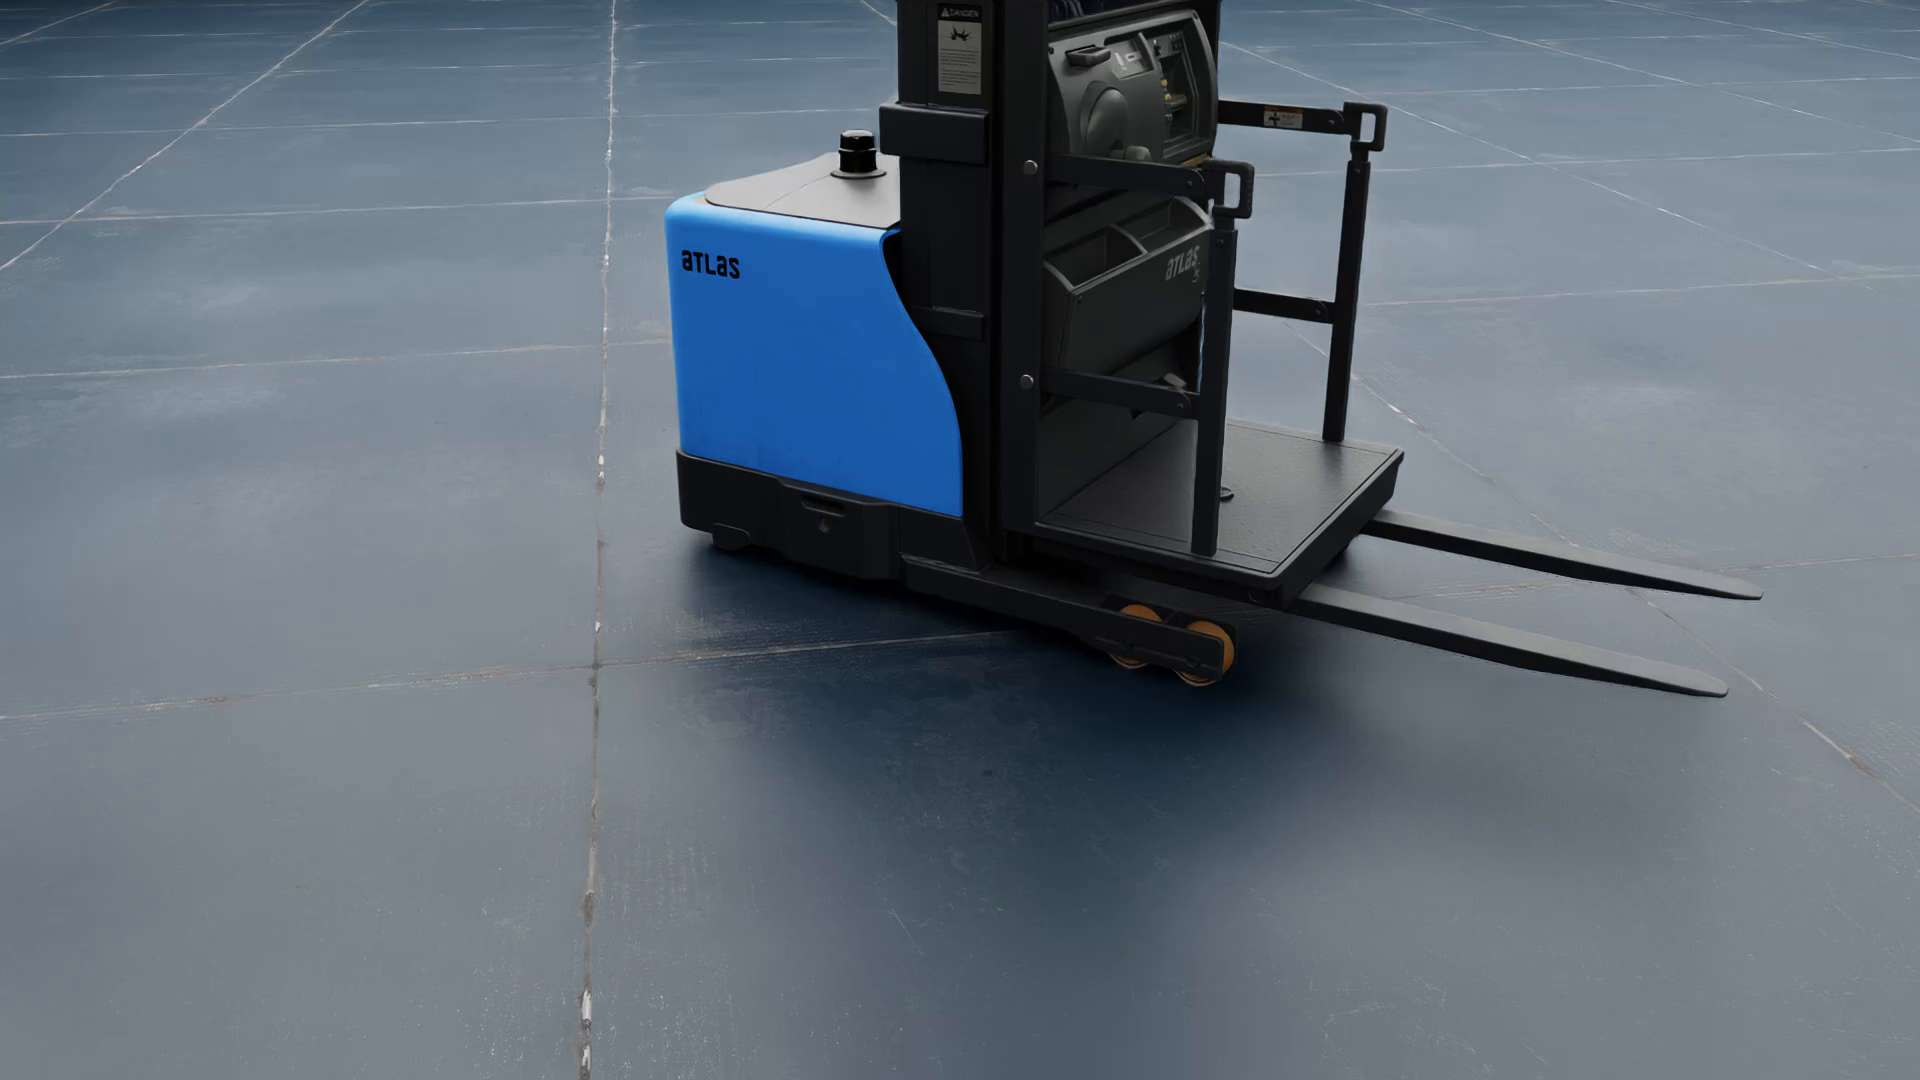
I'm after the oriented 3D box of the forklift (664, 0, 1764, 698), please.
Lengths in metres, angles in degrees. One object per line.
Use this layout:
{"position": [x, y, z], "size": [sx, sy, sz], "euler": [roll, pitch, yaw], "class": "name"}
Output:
{"position": [0.651, -1.202, 4.341], "size": [3.031, 2.935, 1.130], "euler": [13, 27, 28], "class": "forklift"}
